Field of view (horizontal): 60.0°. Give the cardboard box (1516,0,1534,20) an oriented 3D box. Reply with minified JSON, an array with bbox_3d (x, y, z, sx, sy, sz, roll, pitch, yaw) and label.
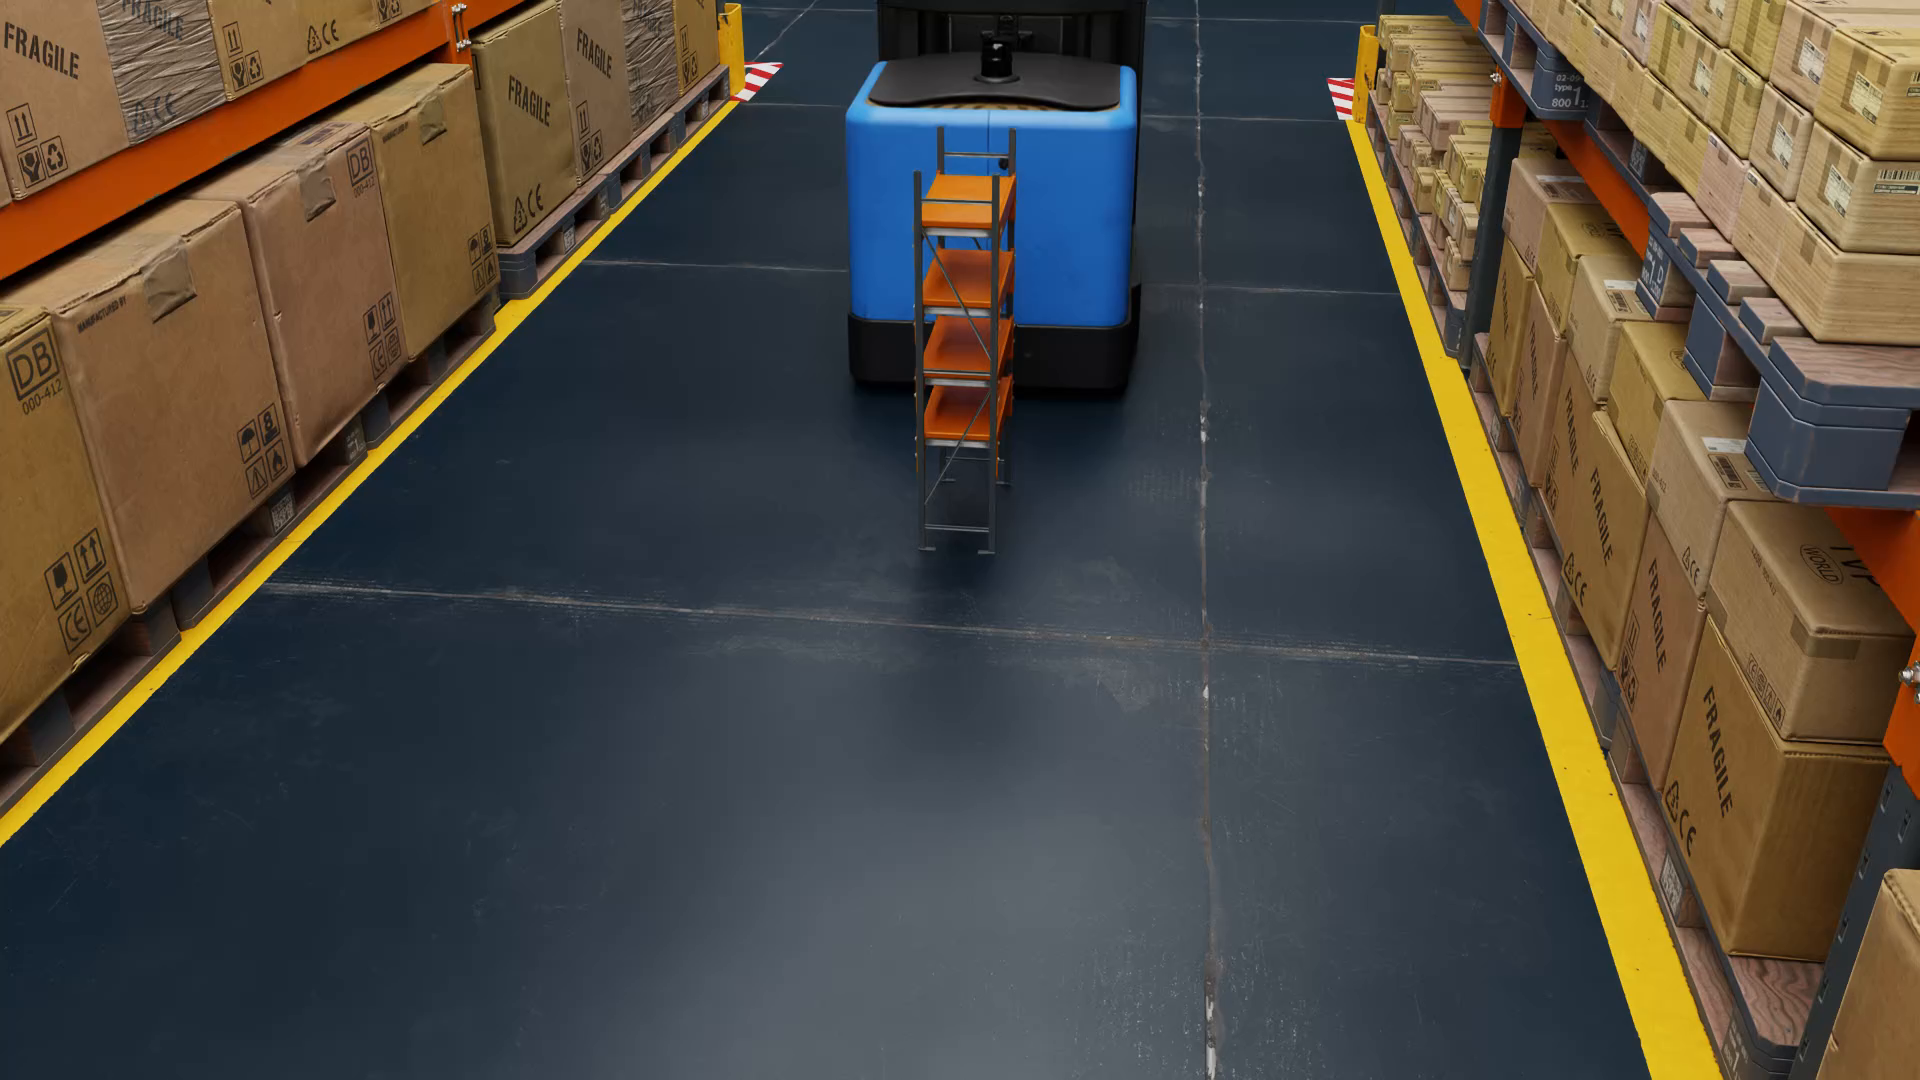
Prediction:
[{"bbox_3d":[1.885,-1.642,4.958,0.380,0.149,0.250,4,29,7],"label":"cardboard box"}]

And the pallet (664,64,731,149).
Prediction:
[{"bbox_3d":[-1.988,-2.585,9.826,1.003,0.211,1.213,3,28,6],"label":"pallet"}]

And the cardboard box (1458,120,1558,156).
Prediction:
[{"bbox_3d":[2.362,-1.707,7.192,0.380,0.149,0.250,4,29,8],"label":"cardboard box"}]

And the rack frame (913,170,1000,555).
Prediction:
[{"bbox_3d":[-0.010,-0.491,4.897,0.240,1.200,0.015,3,28,6],"label":"rack frame"}]

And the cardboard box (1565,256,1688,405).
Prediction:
[{"bbox_3d":[1.970,-0.566,4.541,0.500,0.250,0.500,4,29,8],"label":"cardboard box"}]

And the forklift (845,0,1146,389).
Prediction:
[{"bbox_3d":[0.232,-2.515,6.829,1.130,2.935,3.031,2,28,5],"label":"forklift"}]

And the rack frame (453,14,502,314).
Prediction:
[{"bbox_3d":[-2.458,-2.311,6.377,1.000,3.000,0.127,3,28,6],"label":"rack frame"}]

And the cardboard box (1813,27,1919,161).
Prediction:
[{"bbox_3d":[1.567,-0.686,2.555,0.380,0.149,0.250,2,28,4],"label":"cardboard box"}]

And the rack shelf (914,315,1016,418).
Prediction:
[{"bbox_3d":[0.020,-0.547,5.142,0.258,0.148,0.480,3,28,6],"label":"rack shelf"}]

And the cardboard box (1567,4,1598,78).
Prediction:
[{"bbox_3d":[1.793,-1.276,4.277,0.380,0.149,0.250,3,28,5],"label":"cardboard box"}]

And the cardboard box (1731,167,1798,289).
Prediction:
[{"bbox_3d":[1.598,-0.542,2.916,0.380,0.149,0.250,3,28,6],"label":"cardboard box"}]

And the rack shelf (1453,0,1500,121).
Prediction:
[{"bbox_3d":[2.697,-2.600,7.671,1.077,0.370,4.000,3,28,6],"label":"rack shelf"}]

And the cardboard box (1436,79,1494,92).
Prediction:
[{"bbox_3d":[2.463,-2.078,7.881,0.380,0.149,0.250,3,29,6],"label":"cardboard box"}]

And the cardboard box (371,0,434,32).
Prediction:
[{"bbox_3d":[-2.244,-2.119,5.915,0.500,0.500,0.500,3,29,6],"label":"cardboard box"}]

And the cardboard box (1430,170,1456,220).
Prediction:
[{"bbox_3d":[2.211,-1.458,7.043,0.380,0.149,0.250,2,28,4],"label":"cardboard box"}]

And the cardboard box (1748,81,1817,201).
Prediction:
[{"bbox_3d":[1.602,-0.682,2.862,0.380,0.149,0.250,4,29,8],"label":"cardboard box"}]

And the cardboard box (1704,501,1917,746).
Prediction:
[{"bbox_3d":[1.786,0.156,3.200,0.500,0.250,0.500,3,28,5],"label":"cardboard box"}]

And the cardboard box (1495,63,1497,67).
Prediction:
[{"bbox_3d":[3.075,-2.534,9.040,0.380,0.149,0.250,3,28,5],"label":"cardboard box"}]

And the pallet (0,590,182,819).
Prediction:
[{"bbox_3d":[-2.777,0.433,4.224,1.003,0.211,1.213,3,28,6],"label":"pallet"}]

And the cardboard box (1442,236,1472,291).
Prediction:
[{"bbox_3d":[2.162,-1.109,6.709,0.380,0.149,0.250,4,29,7],"label":"cardboard box"}]

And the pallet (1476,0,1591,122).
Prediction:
[{"bbox_3d":[2.214,-1.539,5.147,1.003,0.211,1.213,3,28,6],"label":"pallet"}]

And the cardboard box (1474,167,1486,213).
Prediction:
[{"bbox_3d":[2.237,-1.349,6.528,0.380,0.149,0.250,4,29,8],"label":"cardboard box"}]

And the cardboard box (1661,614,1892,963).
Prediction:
[{"bbox_3d":[1.783,0.499,3.355,0.500,0.500,0.500,3,28,6],"label":"cardboard box"}]

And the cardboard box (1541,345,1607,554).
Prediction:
[{"bbox_3d":[1.984,-0.230,4.708,0.500,0.500,0.500,4,29,7],"label":"cardboard box"}]

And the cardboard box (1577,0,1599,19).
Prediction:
[{"bbox_3d":[1.792,-1.404,4.201,0.380,0.149,0.250,3,28,5],"label":"cardboard box"}]

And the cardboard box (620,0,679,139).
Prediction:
[{"bbox_3d":[-2.078,-2.709,8.913,0.875,0.875,0.875,3,28,6],"label":"cardboard box"}]

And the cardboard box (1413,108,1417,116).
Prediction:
[{"bbox_3d":[2.514,-2.196,8.413,0.380,0.149,0.250,2,28,4],"label":"cardboard box"}]

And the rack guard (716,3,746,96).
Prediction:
[{"bbox_3d":[-1.965,-3.104,10.485,1.175,0.500,0.348,3,28,6],"label":"rack guard"}]

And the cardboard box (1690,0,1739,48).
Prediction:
[{"bbox_3d":[1.661,-1.053,3.237,0.380,0.149,0.250,4,29,8],"label":"cardboard box"}]

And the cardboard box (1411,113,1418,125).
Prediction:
[{"bbox_3d":[2.509,-2.075,8.502,0.380,0.149,0.250,3,29,6],"label":"cardboard box"}]

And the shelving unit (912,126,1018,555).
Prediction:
[{"bbox_3d":[0.020,-0.606,5.110,0.258,1.200,0.503,3,28,6],"label":"shelving unit"}]

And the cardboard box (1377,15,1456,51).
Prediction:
[{"bbox_3d":[2.541,-2.823,9.262,0.380,0.149,0.250,2,28,4],"label":"cardboard box"}]

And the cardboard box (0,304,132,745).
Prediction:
[{"bbox_3d":[-2.843,-0.001,3.887,1.225,0.875,0.875,2,28,4],"label":"cardboard box"}]

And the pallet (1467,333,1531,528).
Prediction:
[{"bbox_3d":[2.358,-0.381,5.734,1.003,0.211,1.213,3,28,6],"label":"pallet"}]

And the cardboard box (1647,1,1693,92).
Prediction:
[{"bbox_3d":[1.695,-1.041,3.528,0.380,0.149,0.250,3,28,6],"label":"cardboard box"}]

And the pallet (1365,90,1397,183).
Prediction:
[{"bbox_3d":[2.798,-2.214,9.137,1.003,0.211,1.213,3,28,6],"label":"pallet"}]

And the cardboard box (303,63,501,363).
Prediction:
[{"bbox_3d":[-2.517,-1.258,6.220,1.225,0.875,0.875,3,29,6],"label":"cardboard box"}]

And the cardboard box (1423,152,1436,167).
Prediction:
[{"bbox_3d":[2.387,-1.715,7.834,0.380,0.149,0.250,4,29,7],"label":"cardboard box"}]

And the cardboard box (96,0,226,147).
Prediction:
[{"bbox_3d":[-2.435,-1.404,4.589,0.500,0.500,0.500,3,29,6],"label":"cardboard box"}]

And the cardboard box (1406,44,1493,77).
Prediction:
[{"bbox_3d":[2.520,-2.453,8.577,0.380,0.149,0.250,2,28,4],"label":"cardboard box"}]

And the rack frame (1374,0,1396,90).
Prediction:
[{"bbox_3d":[2.942,-3.858,9.248,1.000,3.000,0.127,3,28,6],"label":"rack frame"}]

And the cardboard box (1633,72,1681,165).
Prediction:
[{"bbox_3d":[1.695,-0.907,3.593,0.380,0.149,0.250,2,28,4],"label":"cardboard box"}]
